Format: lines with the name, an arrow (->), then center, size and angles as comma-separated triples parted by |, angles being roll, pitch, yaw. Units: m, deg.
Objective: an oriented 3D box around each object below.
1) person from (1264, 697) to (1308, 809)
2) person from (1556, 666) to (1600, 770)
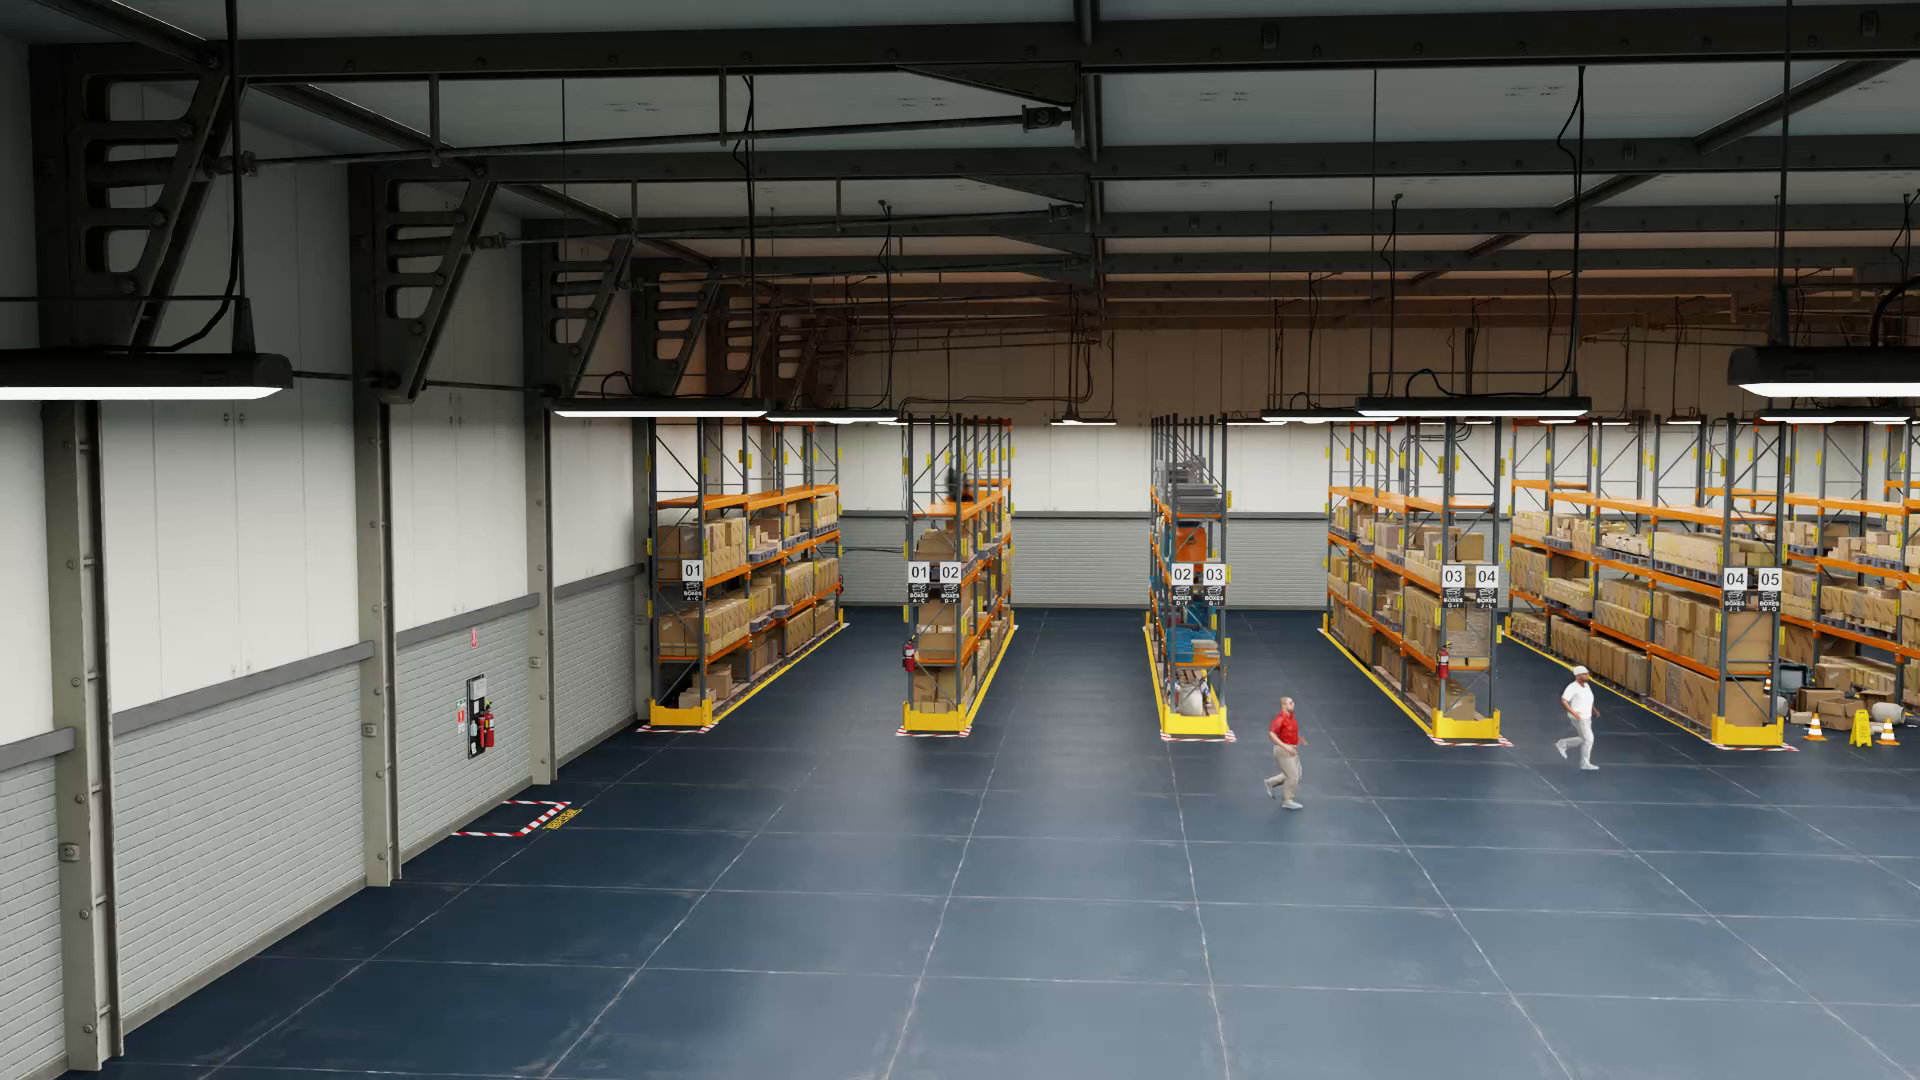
person -> 4.880, 3.193, 25.052 | 0.644, 1.682, 0.656 | 2, 4, 30
person -> 10.380, 2.972, 27.964 | 0.738, 1.733, 0.795 | -4, 5, -45
